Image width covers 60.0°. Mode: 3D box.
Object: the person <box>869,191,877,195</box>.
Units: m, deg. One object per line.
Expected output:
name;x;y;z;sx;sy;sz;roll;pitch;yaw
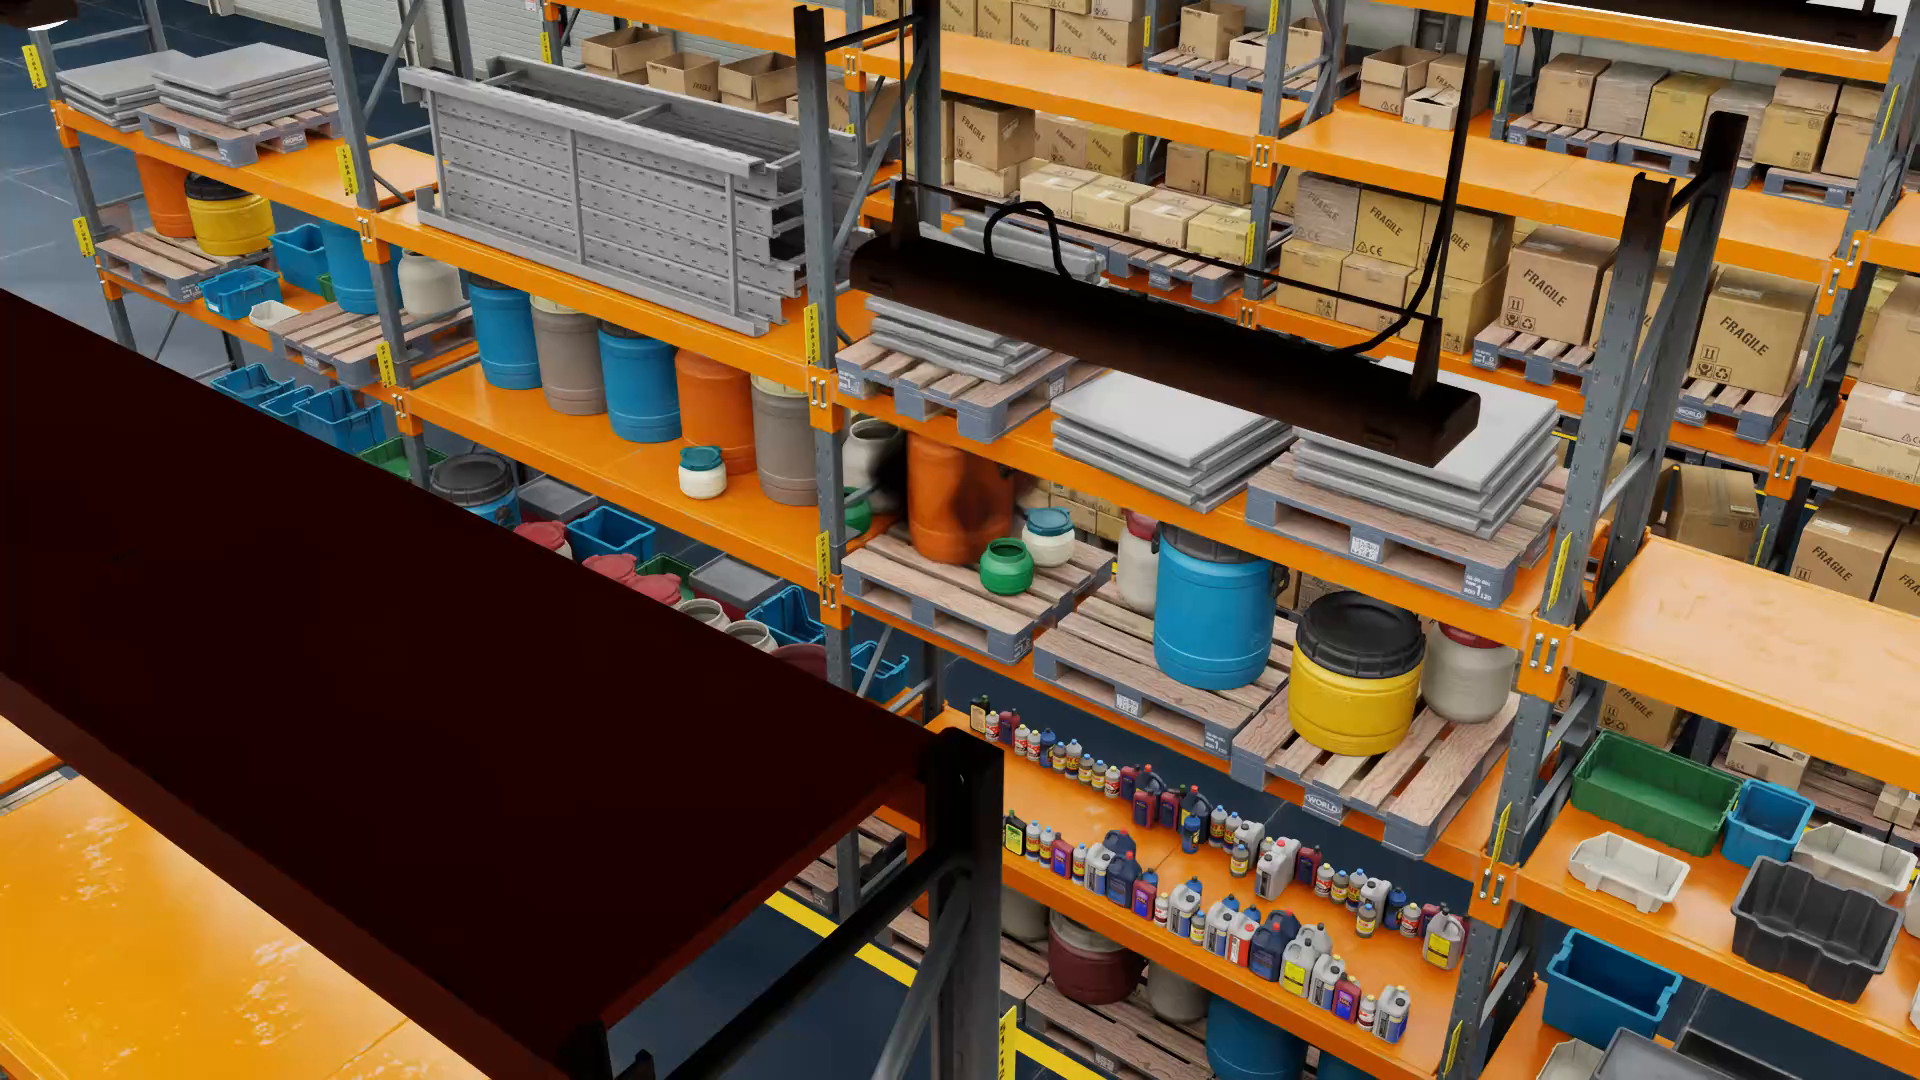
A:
person;-1.243;-3.589;19.555;0.637;1.776;0.547;19;36;28

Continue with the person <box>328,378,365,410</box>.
person;-5.968;-1.424;16.046;0.486;1.678;0.514;-25;39;-34
